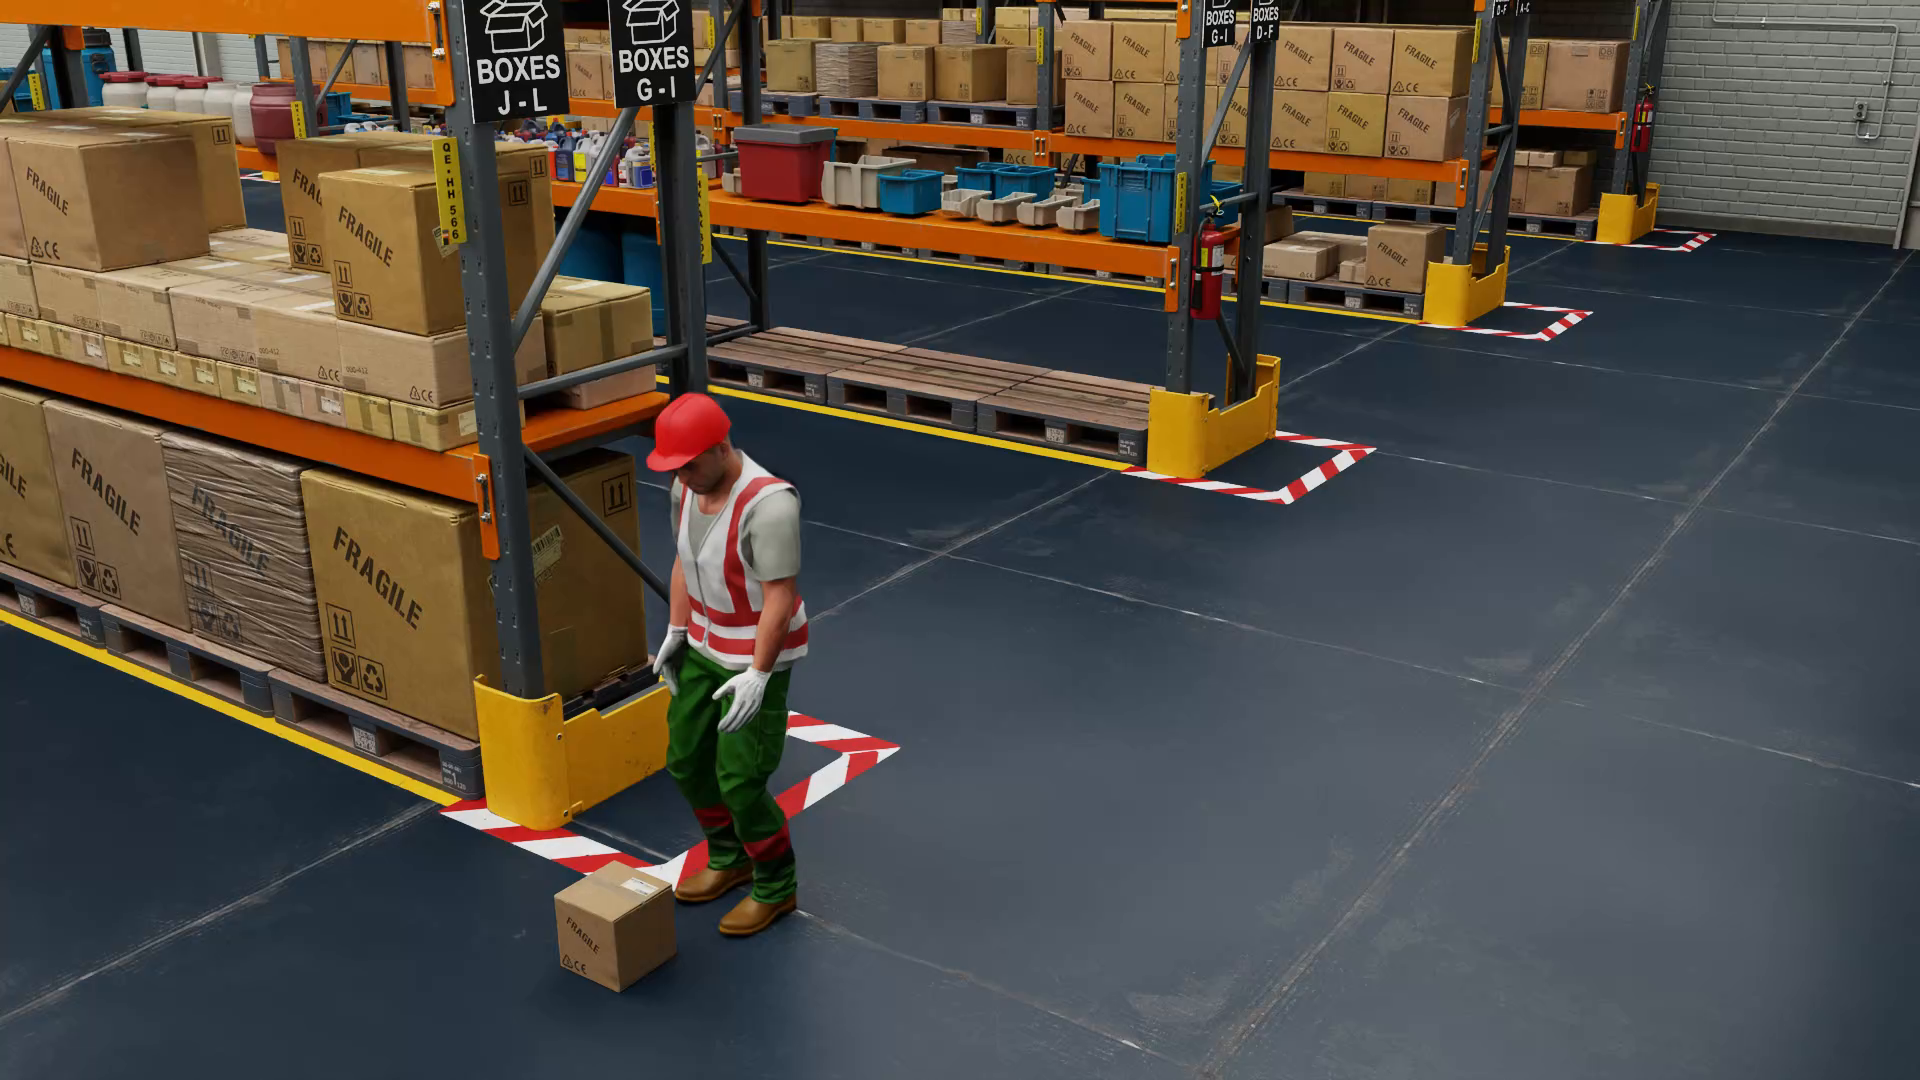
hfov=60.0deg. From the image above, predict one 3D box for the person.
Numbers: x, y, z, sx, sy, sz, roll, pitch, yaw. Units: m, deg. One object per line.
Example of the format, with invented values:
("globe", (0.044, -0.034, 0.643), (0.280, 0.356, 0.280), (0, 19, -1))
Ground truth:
("person", (-0.701, 0.376, 5.082), (0.477, 1.723, 0.547), (-17, 26, -40))
